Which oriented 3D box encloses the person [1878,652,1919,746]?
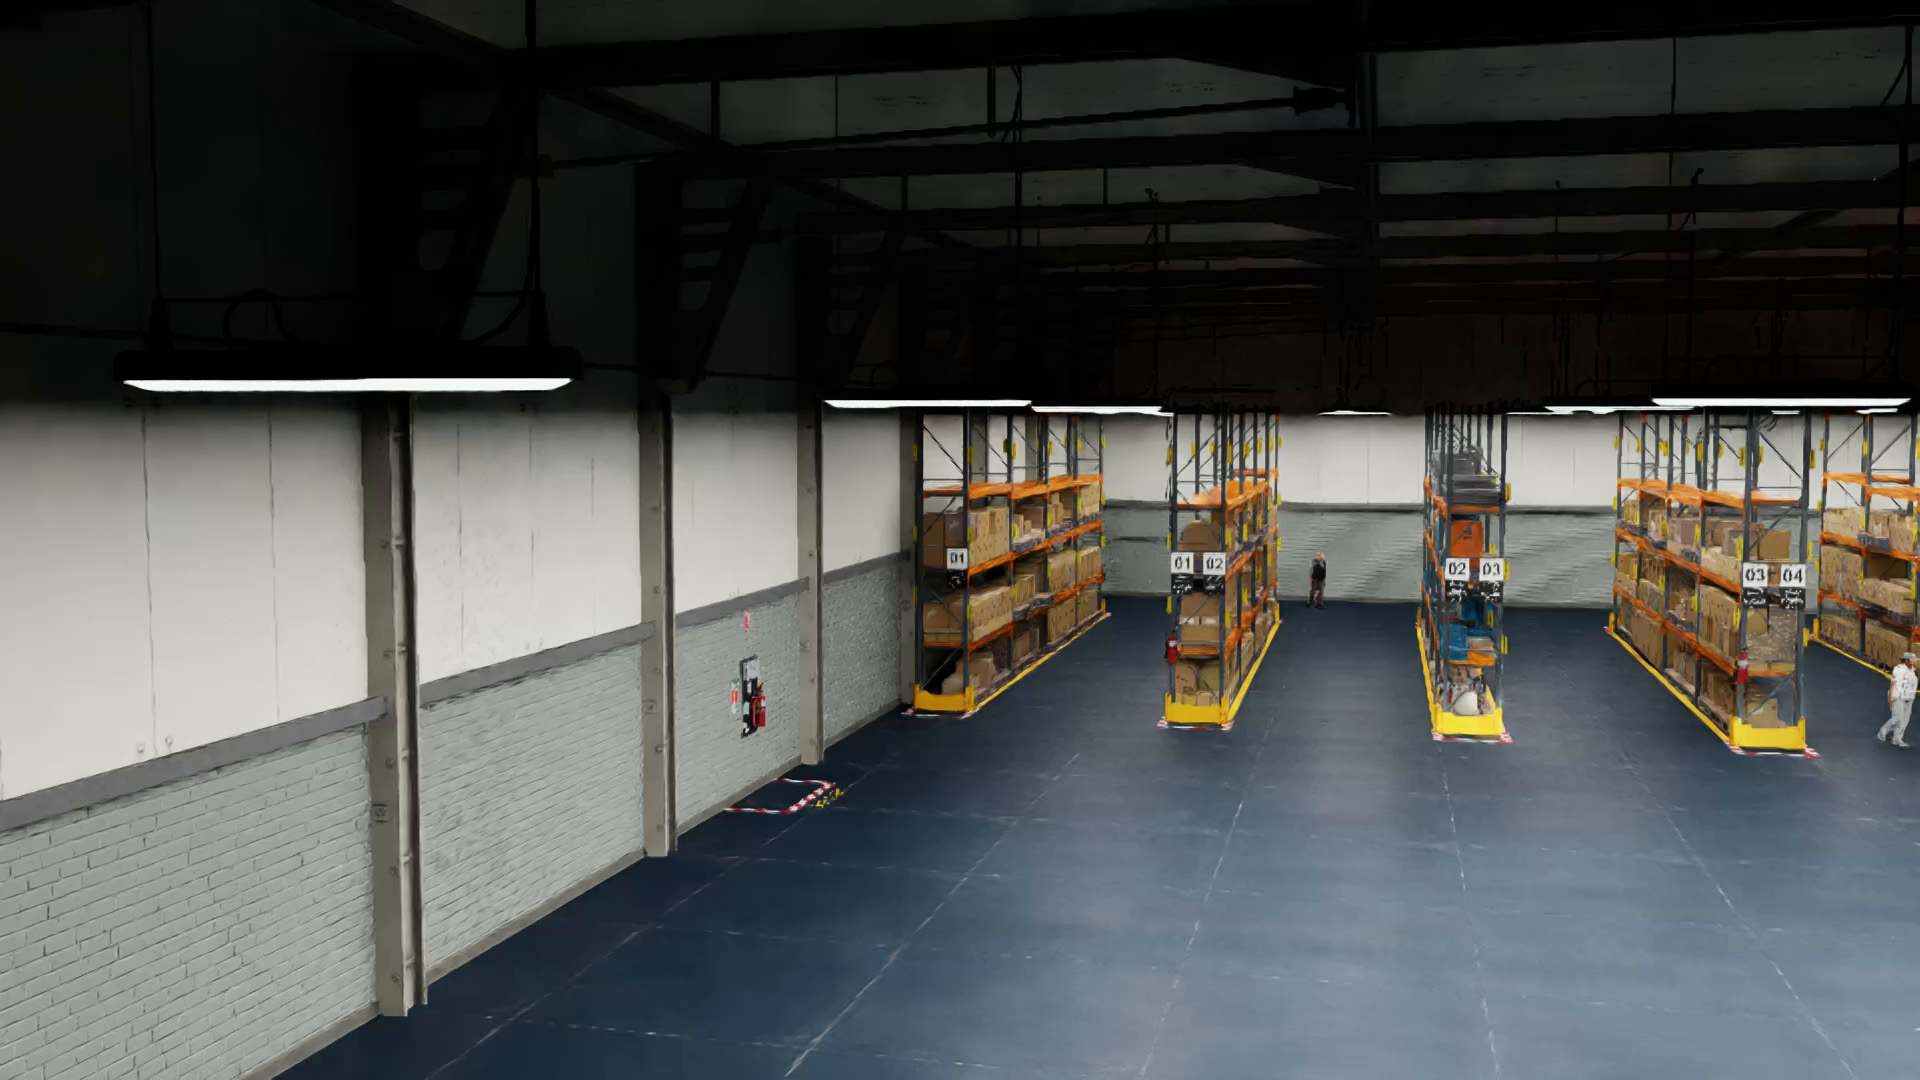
[{"bbox_3d":[16.346,2.760,28.977,0.499,1.657,0.571,-2,5,-23],"label":"person"}]

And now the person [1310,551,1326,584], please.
[{"bbox_3d":[10.770,0.843,49.985,0.549,1.029,0.368,-2,5,-22],"label":"person"}]

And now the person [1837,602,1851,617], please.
[{"bbox_3d":[23.588,1.615,44.232,0.382,1.666,0.569,-1,4,-18],"label":"person"}]
